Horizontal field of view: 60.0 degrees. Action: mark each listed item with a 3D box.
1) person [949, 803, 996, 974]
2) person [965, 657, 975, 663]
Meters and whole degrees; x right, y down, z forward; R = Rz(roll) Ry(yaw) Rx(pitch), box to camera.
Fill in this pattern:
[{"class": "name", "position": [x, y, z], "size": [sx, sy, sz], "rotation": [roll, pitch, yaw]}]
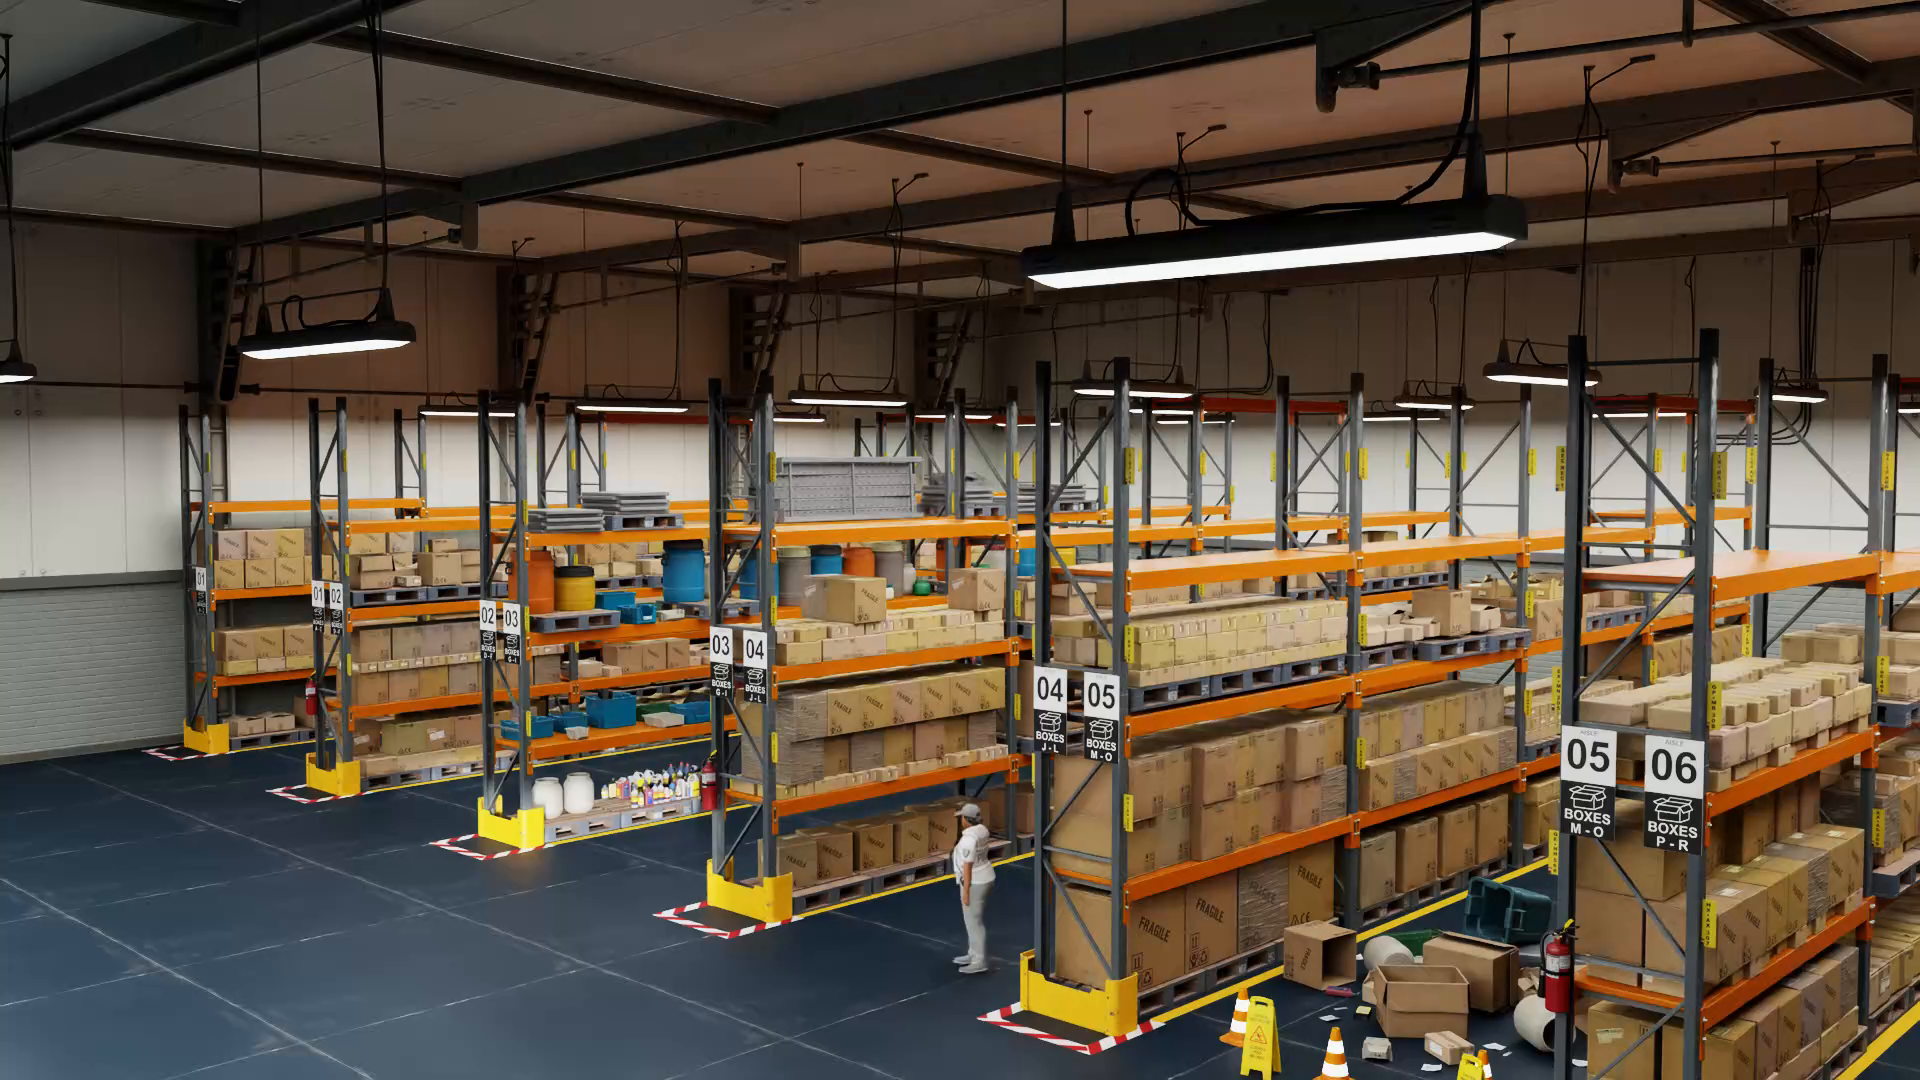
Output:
[{"class": "person", "position": [0.114, 3.456, 16.588], "size": [0.451, 1.680, 0.508], "rotation": [1, 3, 20]}, {"class": "person", "position": [0.117, 2.544, 32.800], "size": [0.571, 1.755, 0.563], "rotation": [0, 3, 2]}]
